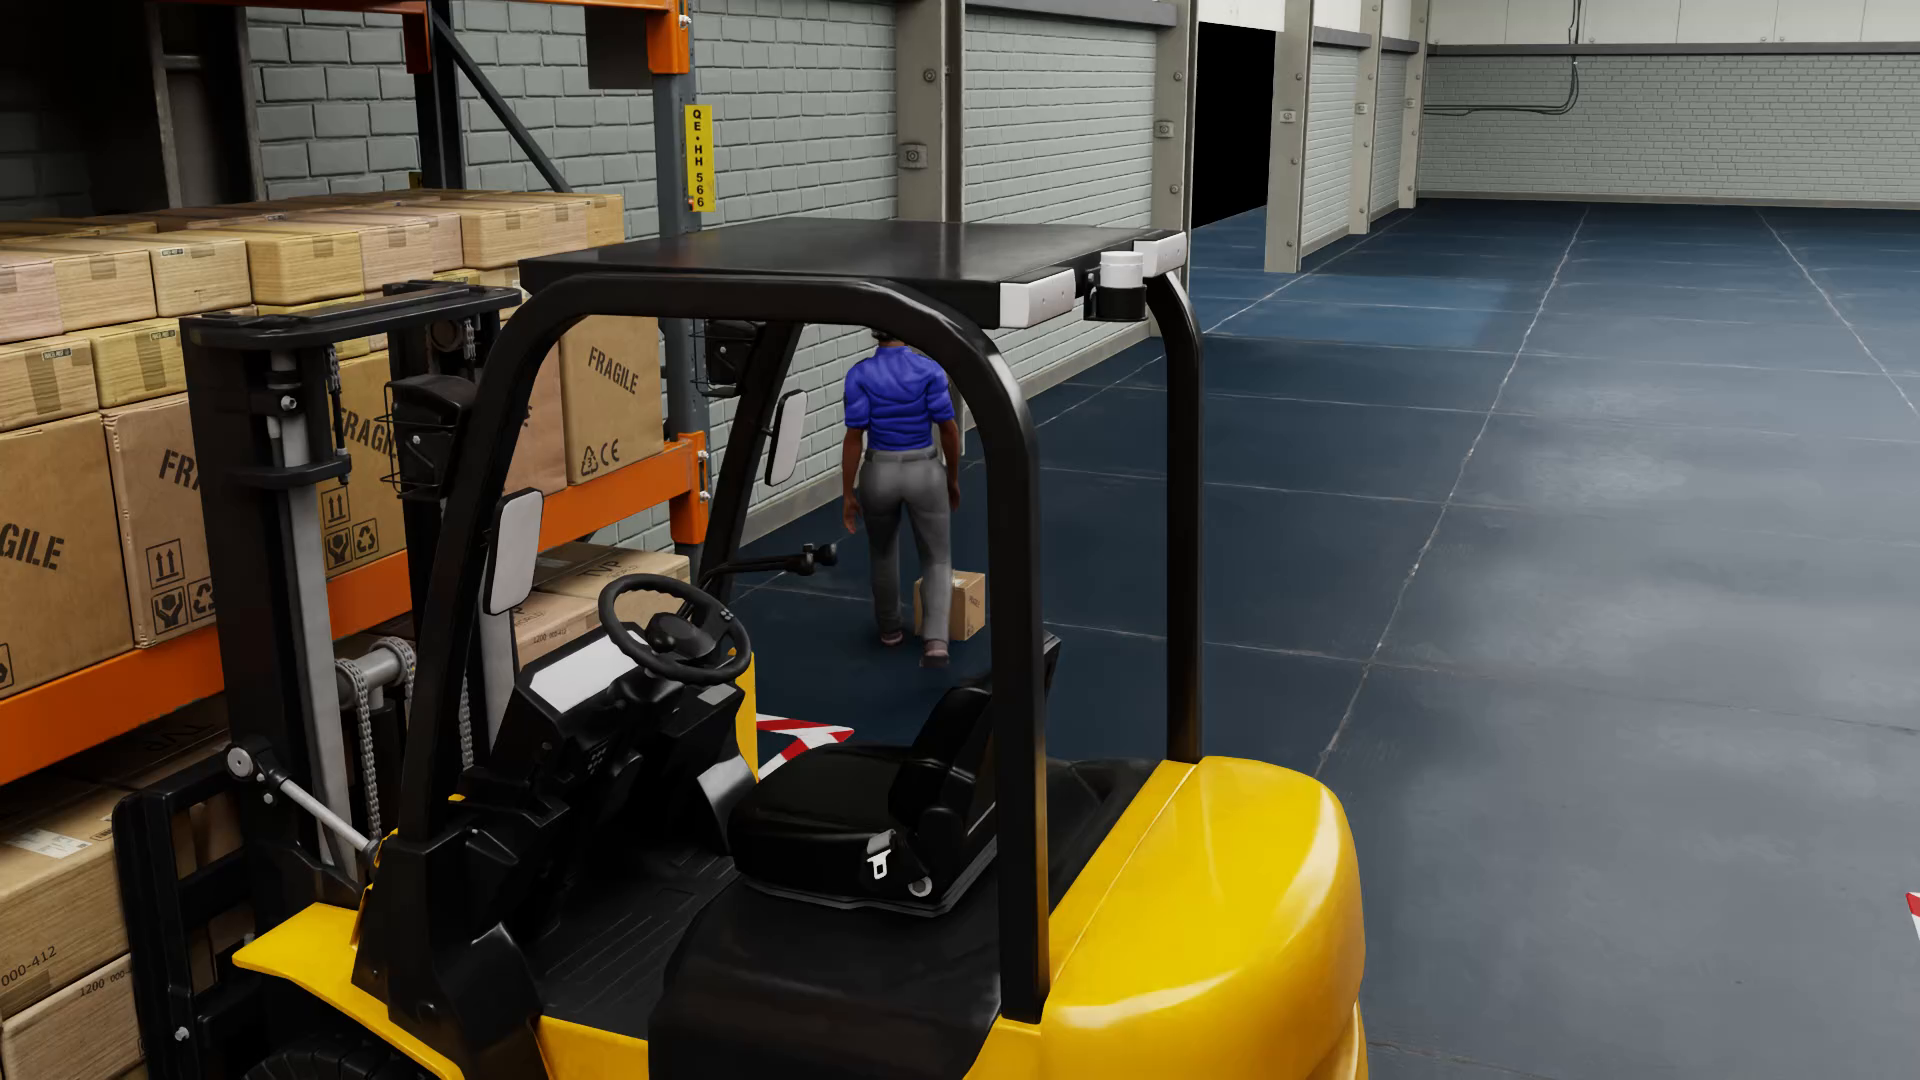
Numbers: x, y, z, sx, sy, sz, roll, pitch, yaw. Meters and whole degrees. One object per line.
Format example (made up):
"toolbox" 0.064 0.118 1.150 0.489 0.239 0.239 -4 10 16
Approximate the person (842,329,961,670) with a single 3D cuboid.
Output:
"person" -0.240 -0.250 7.002 0.485 1.607 0.957 1 16 3
